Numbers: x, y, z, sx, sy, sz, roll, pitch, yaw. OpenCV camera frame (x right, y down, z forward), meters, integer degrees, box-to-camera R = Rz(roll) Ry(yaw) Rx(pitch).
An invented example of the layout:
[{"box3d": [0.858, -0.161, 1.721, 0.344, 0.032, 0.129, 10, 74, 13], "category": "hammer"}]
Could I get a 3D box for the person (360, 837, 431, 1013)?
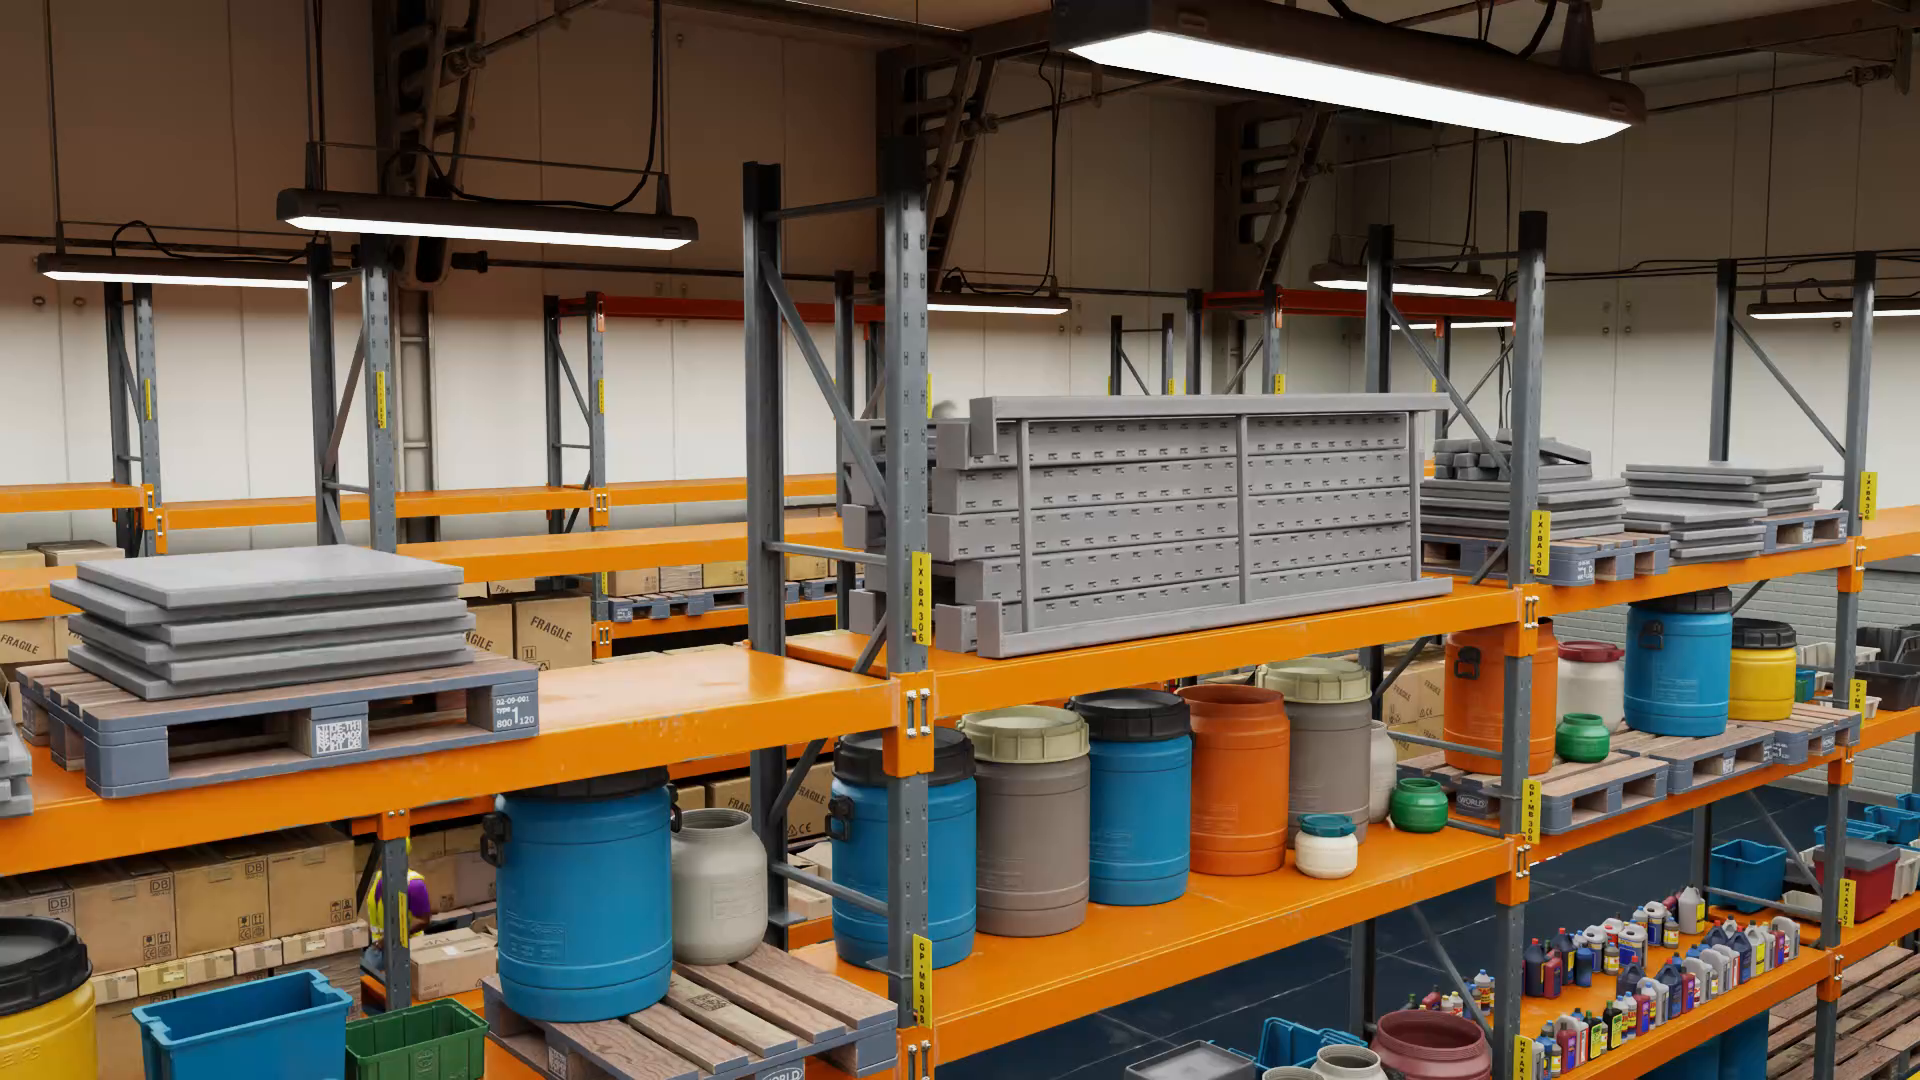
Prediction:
[{"box3d": [-4.338, 3.082, 12.628, 0.676, 1.719, 0.574, 4, 7, 34], "category": "person"}]
